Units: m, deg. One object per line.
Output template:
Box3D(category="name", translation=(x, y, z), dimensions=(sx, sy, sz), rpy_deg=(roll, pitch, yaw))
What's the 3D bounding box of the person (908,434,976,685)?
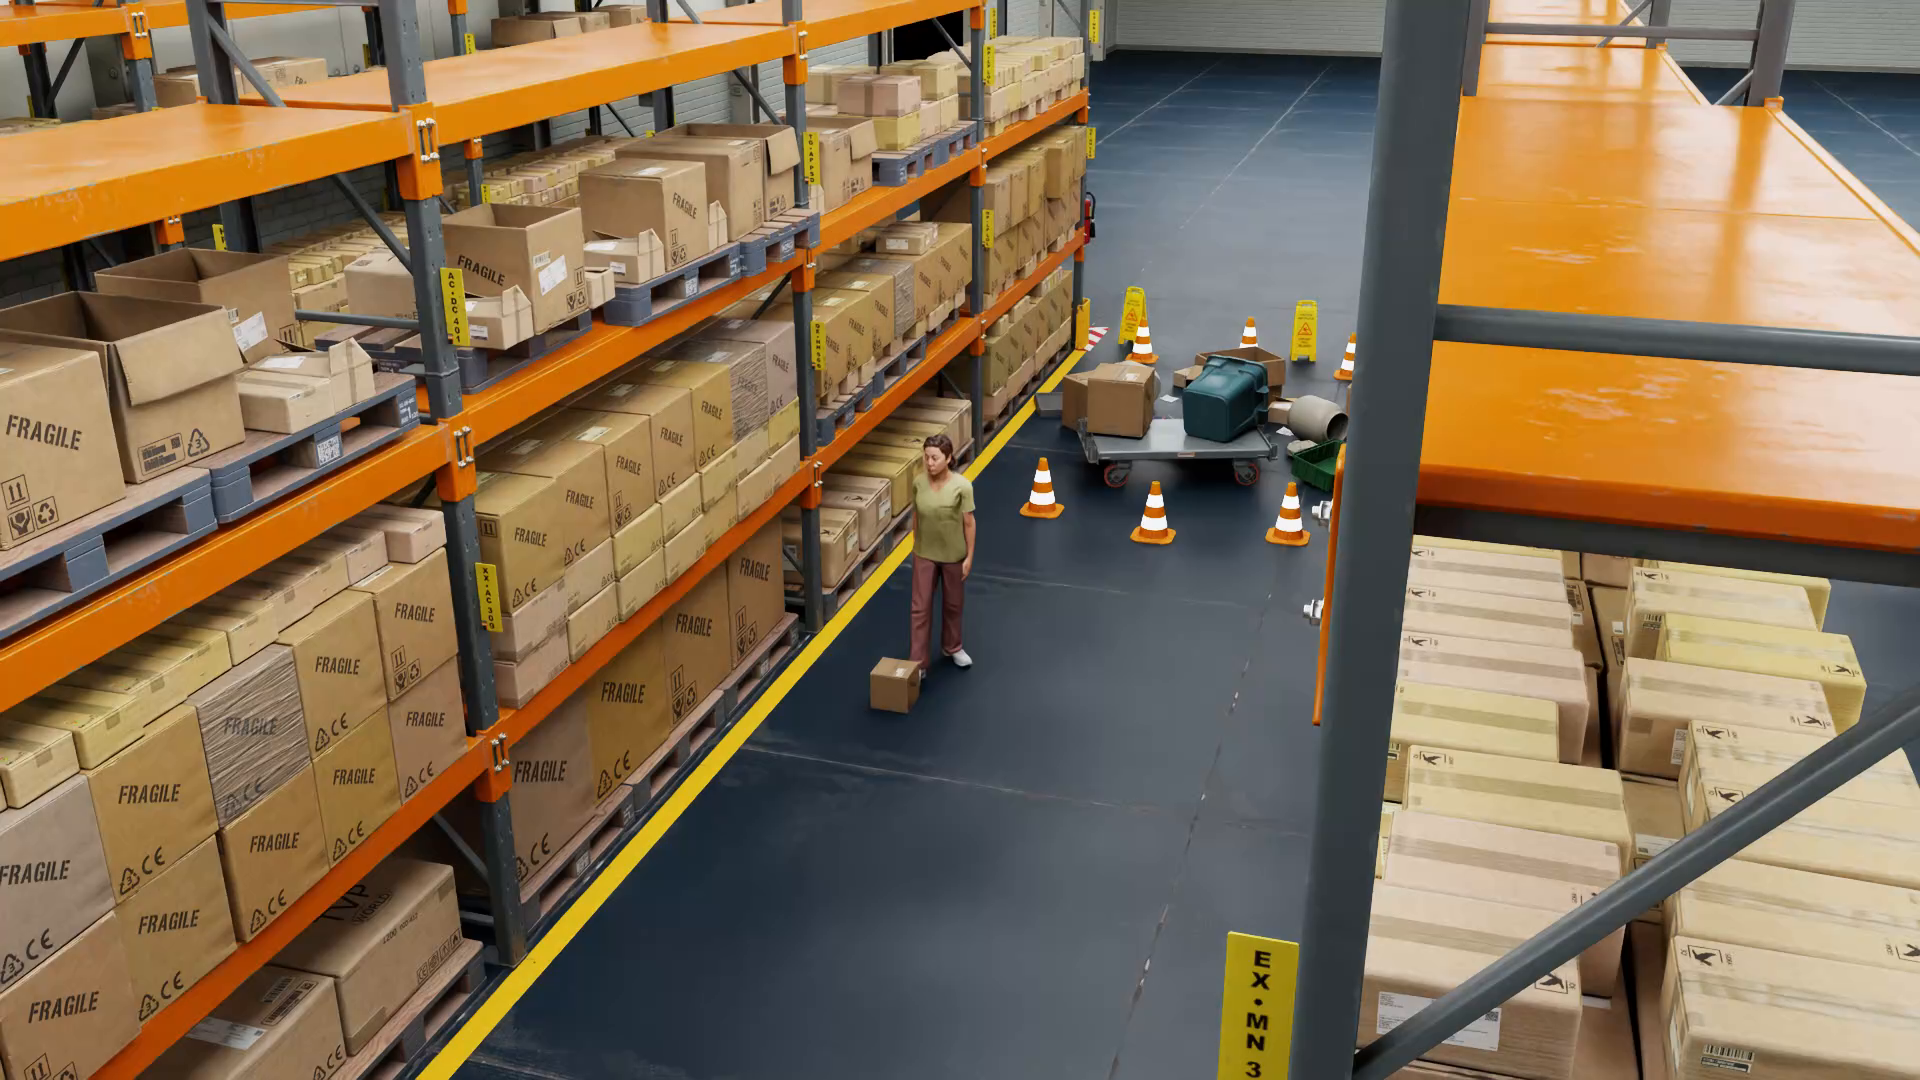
Box3D(category="person", translation=(-0.120, 0.119, 10.794), dimensions=(0.444, 1.659, 0.658), rpy_deg=(4, 22, 9))
